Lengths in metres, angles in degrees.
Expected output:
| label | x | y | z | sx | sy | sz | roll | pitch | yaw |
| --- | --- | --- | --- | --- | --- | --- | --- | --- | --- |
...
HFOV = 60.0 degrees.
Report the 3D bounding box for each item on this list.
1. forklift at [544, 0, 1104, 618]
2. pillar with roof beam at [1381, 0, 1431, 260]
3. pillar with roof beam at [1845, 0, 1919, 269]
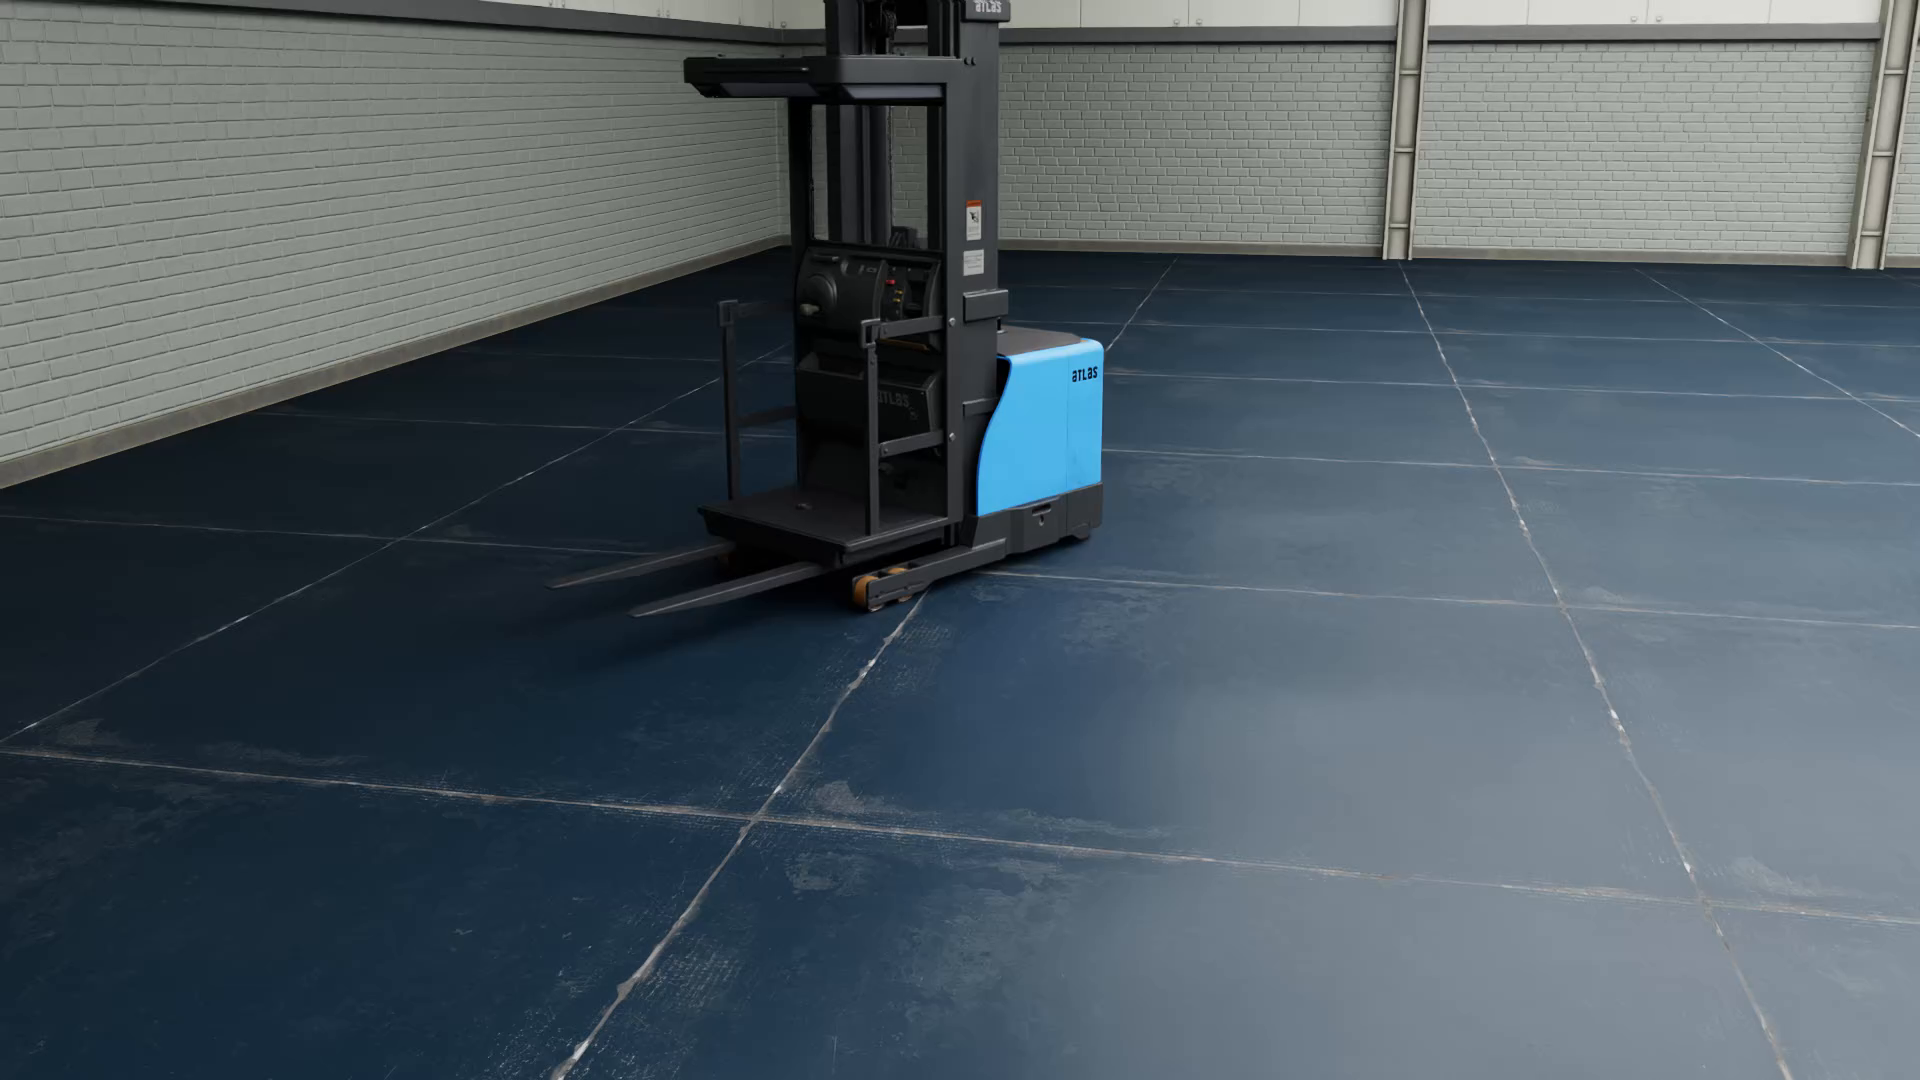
| label | x | y | z | sx | sy | sz | roll | pitch | yaw |
| --- | --- | --- | --- | --- | --- | --- | --- | --- | --- |
| forklift | -0.593 | -1.233 | 7.951 | 1.130 | 2.935 | 3.031 | 14 | 21 | 41 |
| pillar with roof beam | 5.216 | -7.129 | 17.872 | 0.400 | 9.000 | 9.100 | 3 | 16 | 11 |
| pillar with roof beam | 11.096 | -6.810 | 16.720 | 0.400 | 9.000 | 9.100 | 3 | 16 | 11 |
